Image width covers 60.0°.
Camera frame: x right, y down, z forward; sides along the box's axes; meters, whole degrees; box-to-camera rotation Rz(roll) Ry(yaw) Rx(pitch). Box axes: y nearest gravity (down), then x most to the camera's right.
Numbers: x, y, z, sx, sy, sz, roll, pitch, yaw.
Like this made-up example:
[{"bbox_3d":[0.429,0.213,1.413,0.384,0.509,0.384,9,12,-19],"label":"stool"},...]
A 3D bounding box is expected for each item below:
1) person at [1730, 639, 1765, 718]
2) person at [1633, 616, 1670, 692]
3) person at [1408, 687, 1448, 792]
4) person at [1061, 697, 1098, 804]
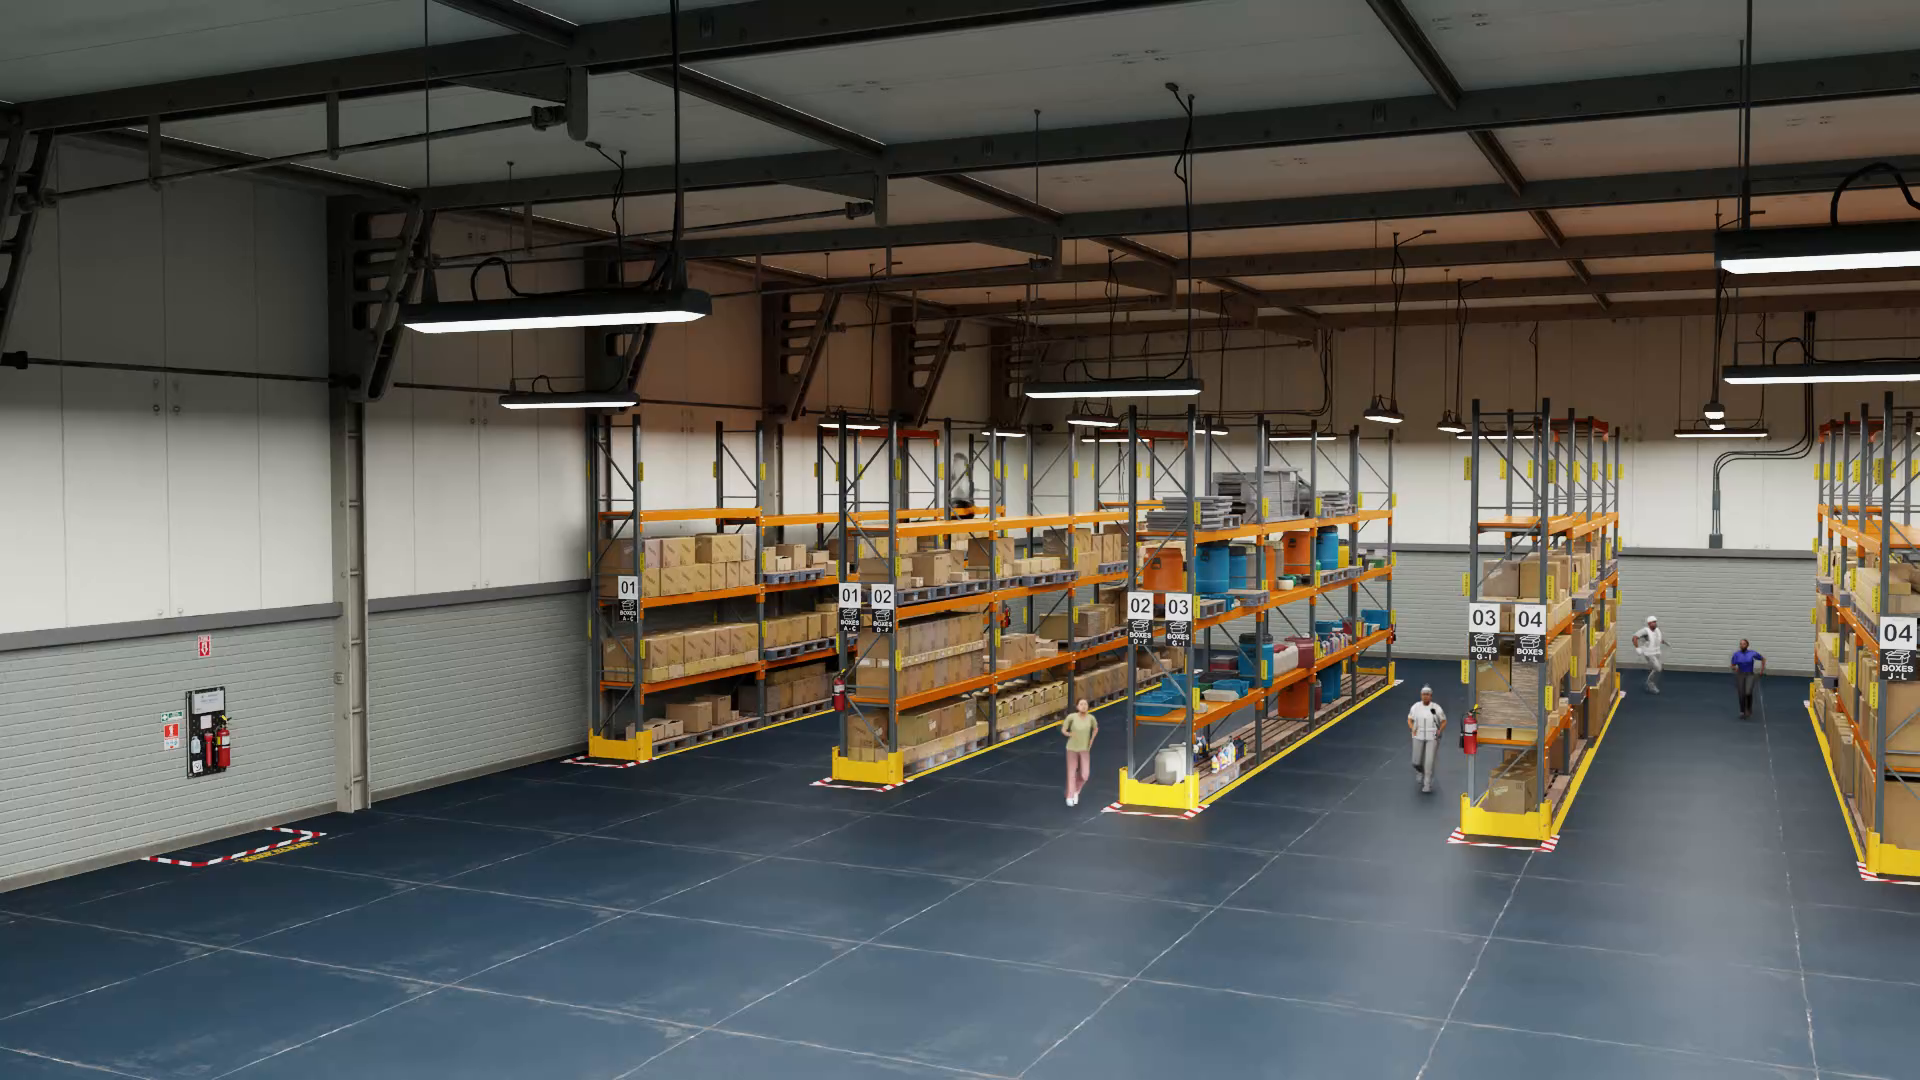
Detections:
[{"bbox_3d":[15.868,2.796,33.542,0.589,1.606,0.802,2,3,38],"label":"person"},{"bbox_3d":[15.613,2.582,37.474,0.821,1.742,0.610,-1,3,-29],"label":"person"},{"bbox_3d":[7.338,3.116,26.132,0.608,1.617,0.609,1,3,22],"label":"person"},{"bbox_3d":[1.806,3.156,24.872,0.591,1.626,0.591,0,2,-4],"label":"person"}]
